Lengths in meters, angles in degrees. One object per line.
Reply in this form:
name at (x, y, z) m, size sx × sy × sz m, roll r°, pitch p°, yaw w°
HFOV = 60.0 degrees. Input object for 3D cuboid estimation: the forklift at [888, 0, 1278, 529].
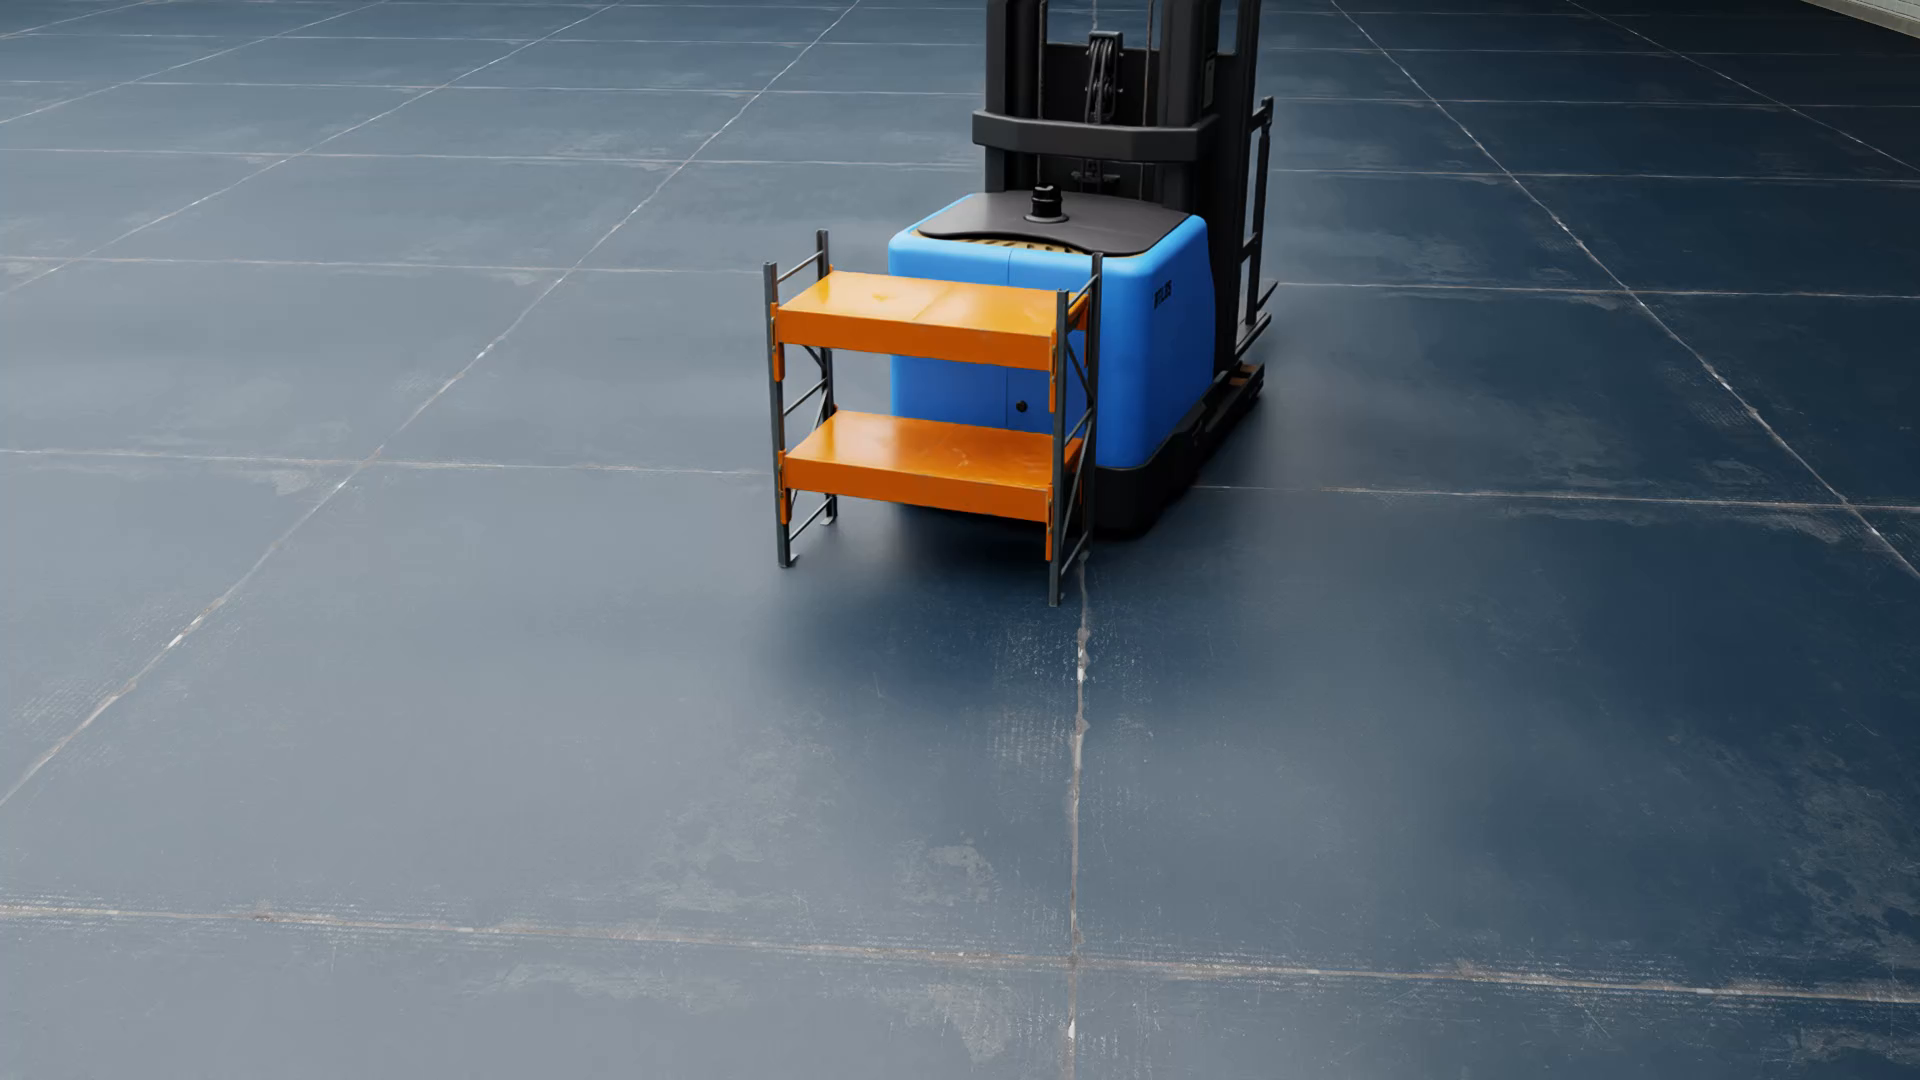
forklift at (0.756, -1.960, 7.003) m, size 1.130 × 2.935 × 3.031 m, roll 10°, pitch 27°, yaw 21°

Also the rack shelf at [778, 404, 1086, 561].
rack shelf at (-0.084, -0.221, 5.968) m, size 1.000 × 0.278 × 0.538 m, roll 8°, pitch 26°, yaw 17°

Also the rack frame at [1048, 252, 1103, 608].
rack frame at (0.399, -0.376, 5.722) m, size 0.032 × 1.125 × 0.500 m, roll 8°, pitch 26°, yaw 17°

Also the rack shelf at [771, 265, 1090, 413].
rack shelf at (-0.084, -0.709, 5.744) m, size 1.000 × 0.278 × 0.538 m, roll 8°, pitch 26°, yaw 17°

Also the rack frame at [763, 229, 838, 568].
rack frame at (-0.567, -0.509, 6.011) m, size 0.032 × 1.125 × 0.500 m, roll 8°, pitch 26°, yaw 17°

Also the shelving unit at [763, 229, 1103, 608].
shelving unit at (-0.084, -0.443, 5.866) m, size 1.048 × 1.125 × 0.538 m, roll 8°, pitch 26°, yaw 17°
